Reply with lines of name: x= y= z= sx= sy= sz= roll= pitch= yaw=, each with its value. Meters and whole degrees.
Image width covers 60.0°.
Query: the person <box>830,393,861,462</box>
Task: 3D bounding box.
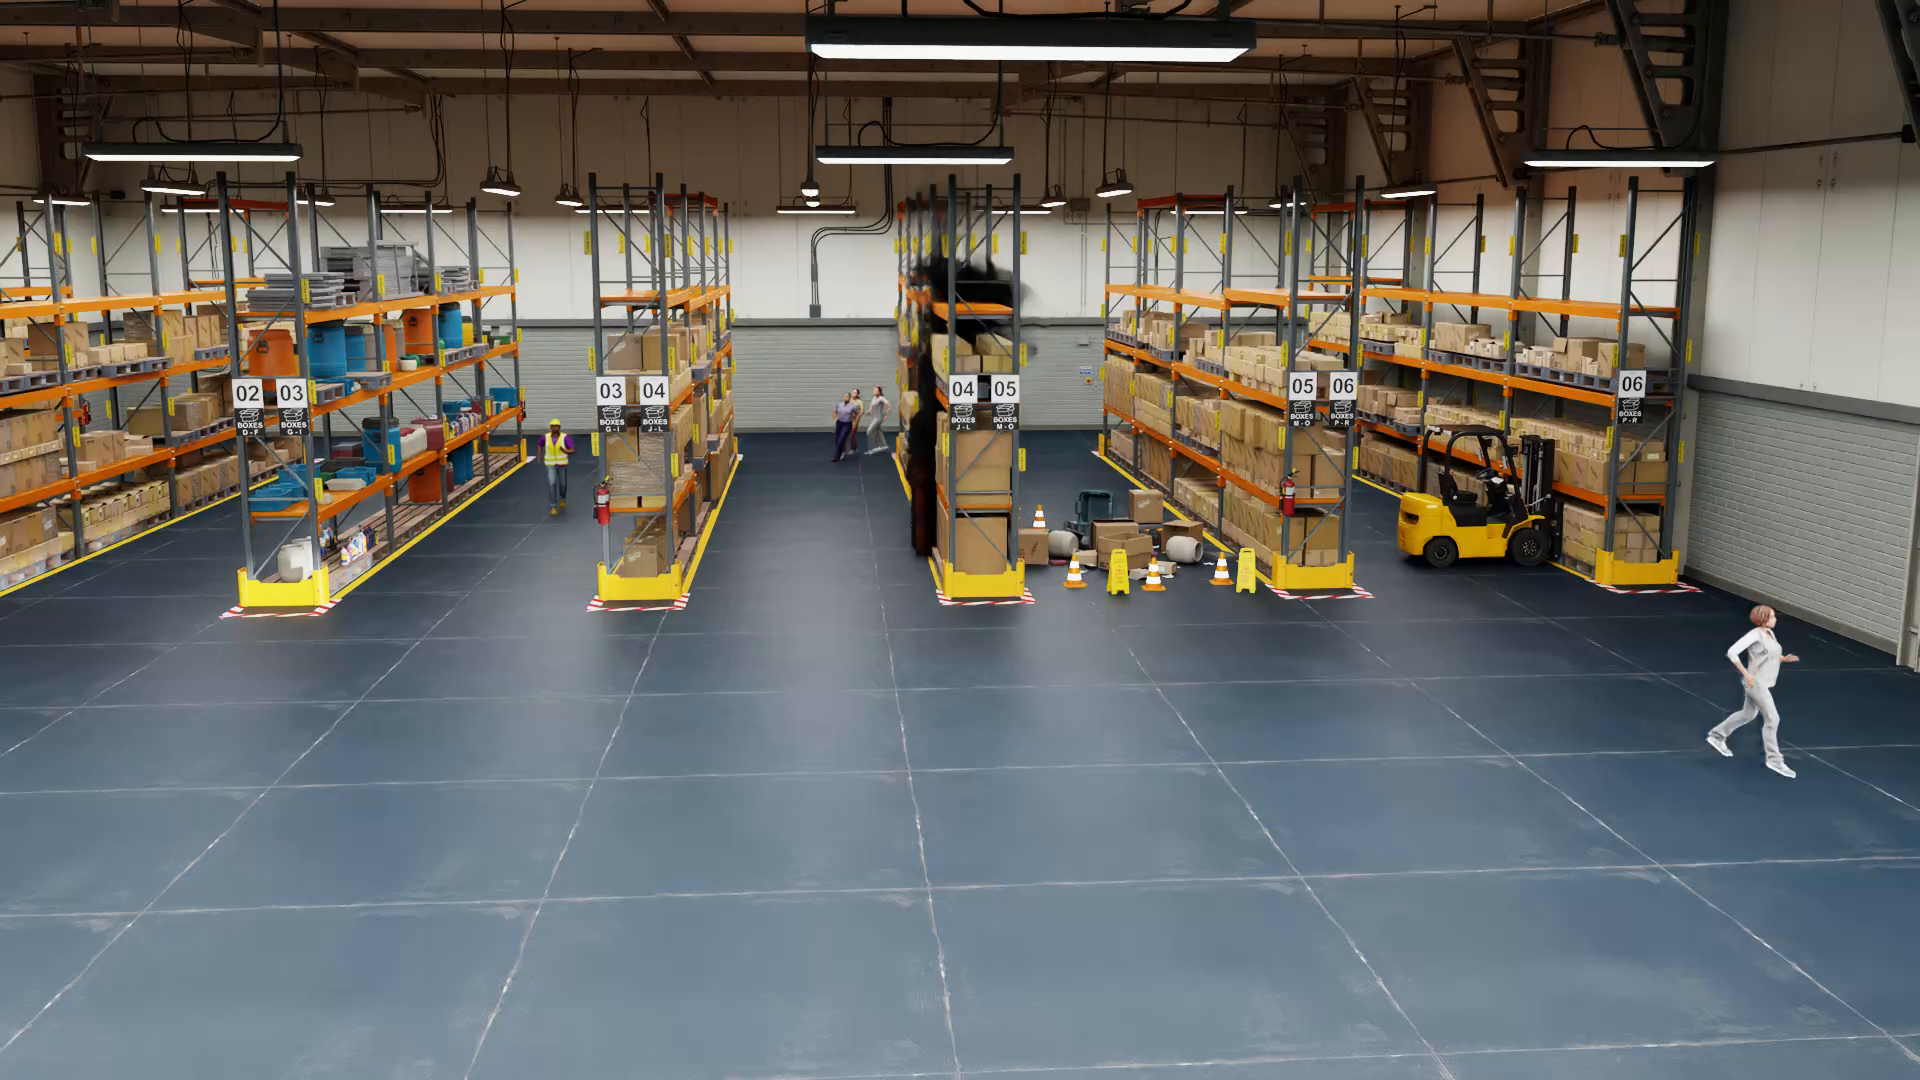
person: x=-2.710 y=-2.670 z=39.205 sx=0.683 sy=1.608 sz=0.874 roll=3 pitch=11 yaw=19

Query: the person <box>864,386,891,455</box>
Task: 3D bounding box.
person: x=-1.968 y=-2.907 z=40.406 sx=0.679 sy=1.703 sz=0.649 roll=-6 pitch=12 yaw=-31

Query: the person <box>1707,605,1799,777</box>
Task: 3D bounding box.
person: x=7.660 y=1.411 z=15.994 sx=0.842 sy=1.612 sz=0.526 roll=8 pitch=13 yaw=38

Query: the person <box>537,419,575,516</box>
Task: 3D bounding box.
person: x=-7.626 y=-1.408 z=31.427 sx=0.686 sy=1.772 sz=0.959 roll=-2 pitch=10 yaw=-12

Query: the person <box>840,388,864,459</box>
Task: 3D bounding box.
person: x=-2.576 y=-2.796 z=39.685 sx=0.591 sy=1.662 sz=0.860 roll=5 pitch=11 yaw=25
